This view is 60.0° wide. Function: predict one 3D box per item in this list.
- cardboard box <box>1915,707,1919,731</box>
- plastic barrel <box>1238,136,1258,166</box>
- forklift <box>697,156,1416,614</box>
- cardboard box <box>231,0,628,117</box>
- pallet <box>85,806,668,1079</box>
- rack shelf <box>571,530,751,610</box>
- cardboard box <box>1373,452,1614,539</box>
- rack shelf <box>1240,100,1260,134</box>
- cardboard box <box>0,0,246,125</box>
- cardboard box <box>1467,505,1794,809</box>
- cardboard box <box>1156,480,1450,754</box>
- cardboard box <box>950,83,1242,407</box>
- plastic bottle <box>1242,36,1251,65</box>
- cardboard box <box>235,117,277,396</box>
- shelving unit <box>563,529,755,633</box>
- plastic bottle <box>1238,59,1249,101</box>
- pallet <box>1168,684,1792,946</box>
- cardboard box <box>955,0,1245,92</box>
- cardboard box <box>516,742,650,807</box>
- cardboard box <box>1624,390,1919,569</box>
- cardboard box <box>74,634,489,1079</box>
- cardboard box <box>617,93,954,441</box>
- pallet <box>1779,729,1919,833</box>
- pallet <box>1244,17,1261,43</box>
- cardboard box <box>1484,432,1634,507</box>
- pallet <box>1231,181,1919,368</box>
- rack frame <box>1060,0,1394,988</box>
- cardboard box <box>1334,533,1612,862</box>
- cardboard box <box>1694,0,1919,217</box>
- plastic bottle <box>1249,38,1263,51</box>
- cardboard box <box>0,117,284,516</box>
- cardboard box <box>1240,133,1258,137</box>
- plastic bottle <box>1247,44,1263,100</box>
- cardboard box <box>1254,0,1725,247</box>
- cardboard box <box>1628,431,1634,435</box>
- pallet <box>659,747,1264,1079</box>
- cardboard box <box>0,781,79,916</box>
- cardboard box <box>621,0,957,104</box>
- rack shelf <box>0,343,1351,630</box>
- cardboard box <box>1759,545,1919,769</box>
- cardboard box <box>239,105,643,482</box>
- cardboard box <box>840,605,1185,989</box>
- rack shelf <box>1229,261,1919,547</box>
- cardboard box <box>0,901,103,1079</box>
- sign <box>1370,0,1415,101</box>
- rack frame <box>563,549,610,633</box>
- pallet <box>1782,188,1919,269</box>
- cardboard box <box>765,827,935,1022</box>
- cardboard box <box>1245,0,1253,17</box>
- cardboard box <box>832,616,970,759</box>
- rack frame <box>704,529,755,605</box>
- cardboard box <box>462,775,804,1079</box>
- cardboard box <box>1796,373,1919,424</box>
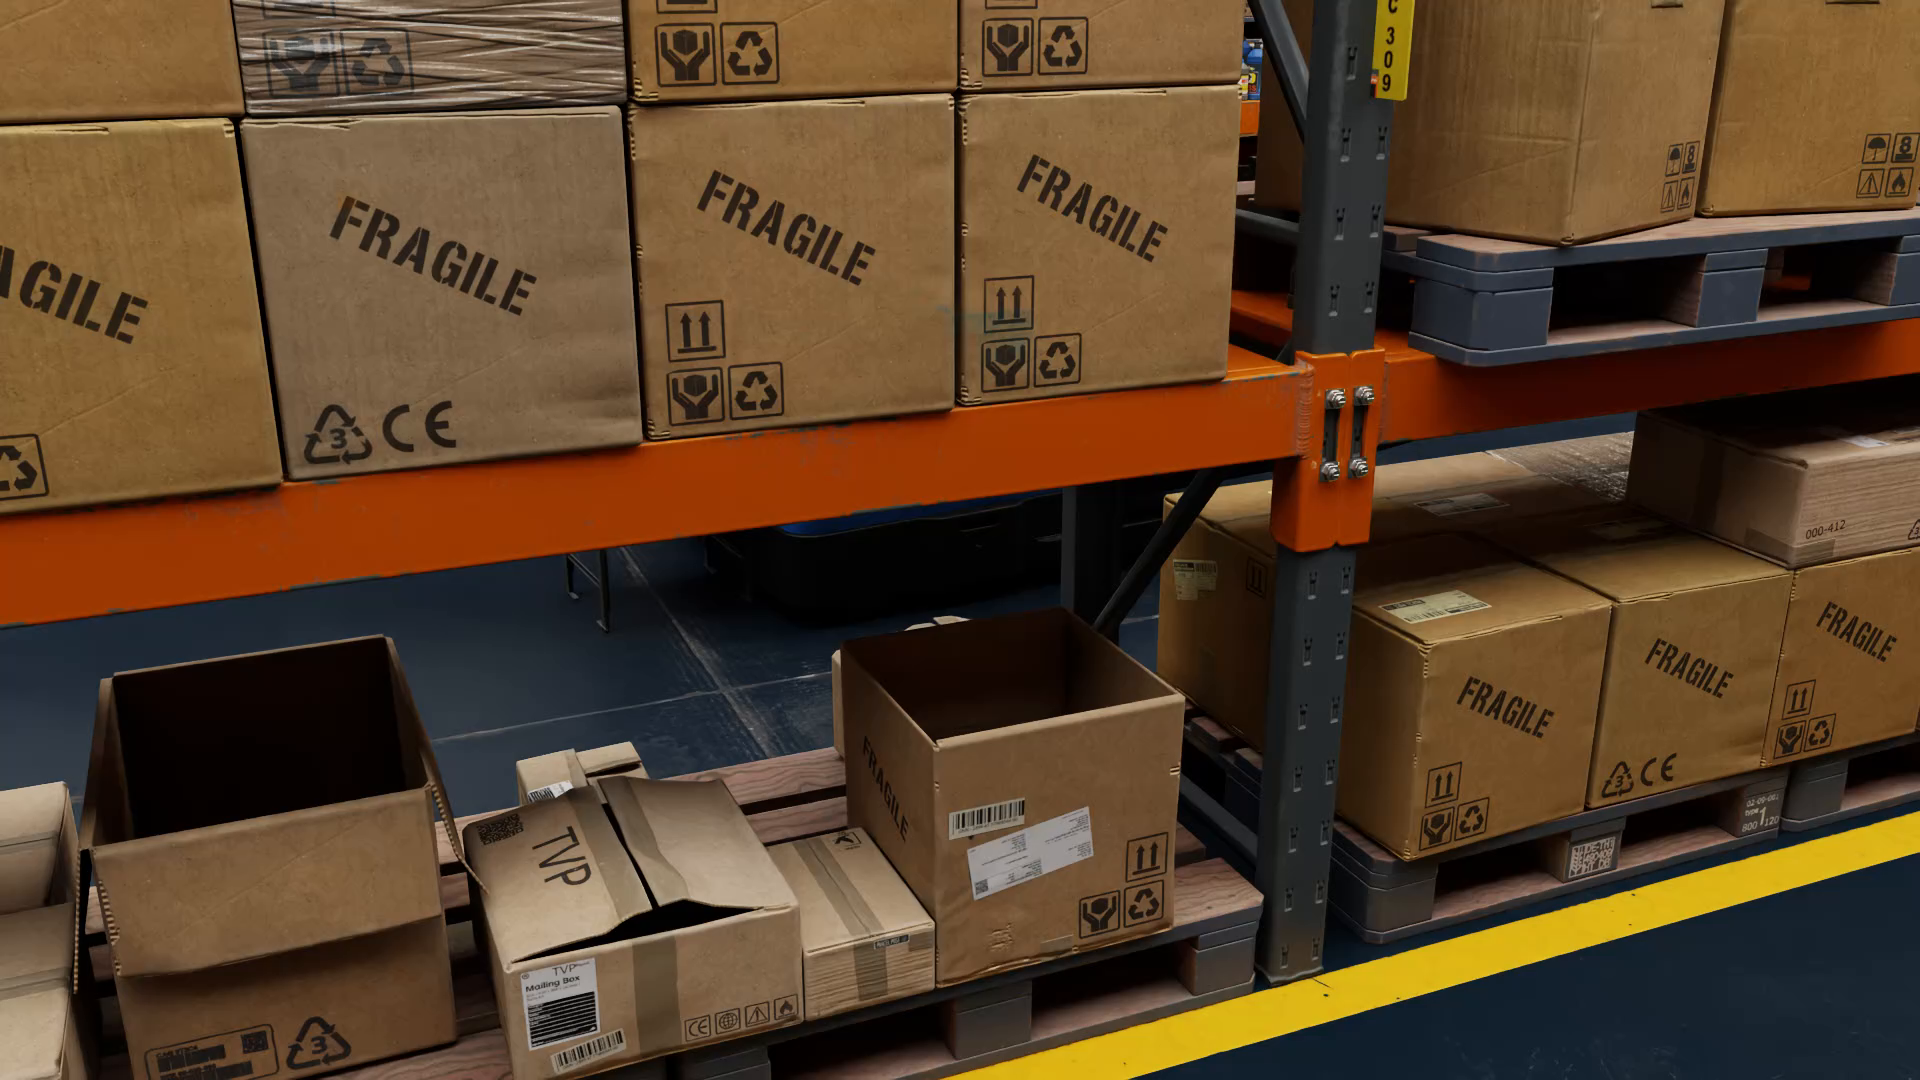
[{"bbox_3d":[2.451,0.123,4.258,0.500,0.500,0.500,-9,21,-24],"label":"cardboard box"},{"bbox_3d":[1.771,-1.798,9.247,0.708,0.830,0.600,-8,21,-22],"label":"plastic barrel"},{"bbox_3d":[0.545,-1.487,5.831,3.031,2.935,1.130,-11,22,-28],"label":"forklift"},{"bbox_3d":[-0.795,-0.895,2.391,0.500,0.500,0.500,-8,21,-21],"label":"cardboard box"},{"bbox_3d":[-1.254,0.911,3.116,1.213,0.211,1.003,-8,21,-22],"label":"pallet"},{"bbox_3d":[-0.988,-0.124,5.363,0.480,0.518,0.431,-11,22,-28],"label":"rack shelf"},{"bbox_3d":[1.296,0.101,4.321,0.500,0.500,0.500,-8,21,-22],"label":"cardboard box"},{"bbox_3d":[0.377,-2.091,8.527,4.000,0.370,1.077,-8,21,-22],"label":"rack shelf"},{"bbox_3d":[-1.257,-0.829,2.204,0.500,0.500,0.500,-8,21,-22],"label":"cardboard box"},{"bbox_3d":[1.525,0.253,3.889,0.500,0.500,0.500,-8,21,-21],"label":"cardboard box"},{"bbox_3d":[0.839,0.163,4.143,0.500,0.500,0.500,-8,21,-22],"label":"cardboard box"},{"bbox_3d":[0.142,-0.559,2.943,0.500,0.500,0.500,-8,21,-21],"label":"cardboard box"},{"bbox_3d":[1.571,-2.667,9.274,0.097,0.271,0.097,0,19,0],"label":"plastic bottle"},{"bbox_3d":[-1.472,-0.518,2.827,0.500,0.500,0.500,-8,21,-23],"label":"cardboard box"},{"bbox_3d":[-0.988,-0.798,5.126,0.503,2.100,0.431,-11,22,-28],"label":"shelving unit"},{"bbox_3d":[1.418,-2.338,8.444,0.097,0.201,0.097,0,19,0],"label":"plastic bottle"},{"bbox_3d":[1.231,0.541,4.168,1.213,0.211,1.003,-8,21,-22],"label":"pallet"},{"bbox_3d":[0.137,-1.029,2.773,0.500,0.500,0.500,-8,21,-22],"label":"cardboard box"},{"bbox_3d":[-0.762,0.579,3.465,0.250,0.166,0.380,-8,21,-22],"label":"cardboard box"},{"bbox_3d":[1.958,-0.159,3.929,0.500,0.250,0.500,-8,21,-22],"label":"cardboard box"},{"bbox_3d":[-1.224,0.563,3.004,0.637,0.503,0.797,-8,21,-22],"label":"cardboard box"},{"bbox_3d":[-0.331,-0.491,2.749,0.500,0.500,0.500,-8,21,-20],"label":"cardboard box"},{"bbox_3d":[2.353,0.379,4.628,1.213,0.211,1.003,-8,21,-22],"label":"pallet"},{"bbox_3d":[2.053,-4.386,14.251,1.213,0.211,1.003,-8,21,-22],"label":"pallet"},{"bbox_3d":[1.757,0.035,4.508,0.500,0.500,0.500,-8,21,-21],"label":"cardboard box"},{"bbox_3d":[1.276,-0.637,3.604,1.213,0.211,1.003,-8,21,-22],"label":"pallet"},{"bbox_3d":[0.499,-0.656,3.368,0.127,3.000,1.000,-8,21,-22],"label":"rack frame"},{"bbox_3d":[1.040,0.326,3.680,0.500,0.500,0.500,-9,21,-24],"label":"cardboard box"},{"bbox_3d":[1.629,-1.005,3.577,0.500,0.500,0.700,-5,20,-13],"label":"cardboard box"},{"bbox_3d":[1.688,-2.676,9.293,0.135,0.276,0.152,-8,21,-22],"label":"plastic bottle"},{"bbox_3d":[-1.269,-0.355,2.362,0.500,0.500,0.500,-8,21,-21],"label":"cardboard box"},{"bbox_3d":[2.393,-3.553,14.699,0.500,0.500,0.700,-10,22,-27],"label":"cardboard box"},{"bbox_3d":[1.507,-2.384,8.469,0.097,0.271,0.097,0,19,0],"label":"plastic bottle"},{"bbox_3d":[1.023,-0.895,3.265,0.500,0.500,0.700,-17,26,-40],"label":"cardboard box"},{"bbox_3d":[2.223,-0.033,4.699,0.500,0.500,0.500,-9,21,-24],"label":"cardboard box"},{"bbox_3d":[-0.132,0.750,3.576,1.213,0.211,1.003,-8,21,-22],"label":"pallet"},{"bbox_3d":[-1.888,0.697,3.003,0.500,0.250,0.500,-8,21,-22],"label":"cardboard box"},{"bbox_3d":[-0.332,-0.961,2.579,0.500,0.500,0.500,-9,21,-23],"label":"cardboard box"},{"bbox_3d":[-1.337,-0.054,2.741,4.000,0.370,1.077,-8,21,-22],"label":"rack shelf"},{"bbox_3d":[1.987,0.189,4.069,0.500,0.500,0.500,-8,21,-21],"label":"cardboard box"},{"bbox_3d":[-0.802,-0.423,2.555,0.500,0.500,0.500,-8,21,-21],"label":"cardboard box"},{"bbox_3d":[0.088,0.477,3.252,0.500,0.500,0.500,-8,21,-22],"label":"cardboard box"},{"bbox_3d":[2.335,-0.580,4.235,4.000,0.370,1.077,-8,21,-22],"label":"rack shelf"},{"bbox_3d":[-1.644,0.843,2.589,0.500,0.250,0.500,-8,21,-22],"label":"cardboard box"},{"bbox_3d":[0.721,-0.900,2.758,0.005,0.325,0.100,-8,21,-22],"label":"sign"},{"bbox_3d":[-1.200,-0.757,5.011,0.015,2.100,0.400,-11,22,-28],"label":"rack frame"},{"bbox_3d":[2.388,-0.834,4.164,1.213,0.211,1.003,-8,21,-22],"label":"pallet"},{"bbox_3d":[-0.232,0.710,3.118,0.250,0.149,0.380,-8,21,-22],"label":"cardboard box"},{"bbox_3d":[2.369,-4.720,14.124,0.637,0.503,0.797,-6,20,-16],"label":"cardboard box"},{"bbox_3d":[0.028,0.394,3.772,0.500,0.311,0.500,-8,21,-22],"label":"cardboard box"},{"bbox_3d":[-0.777,-0.838,5.241,0.015,2.100,0.400,-11,22,-28],"label":"rack frame"},{"bbox_3d":[-0.600,0.665,3.003,0.500,0.311,0.500,-8,21,-22],"label":"cardboard box"},{"bbox_3d":[2.418,-0.225,4.117,0.500,0.250,0.500,-9,21,-23],"label":"cardboard box"}]
